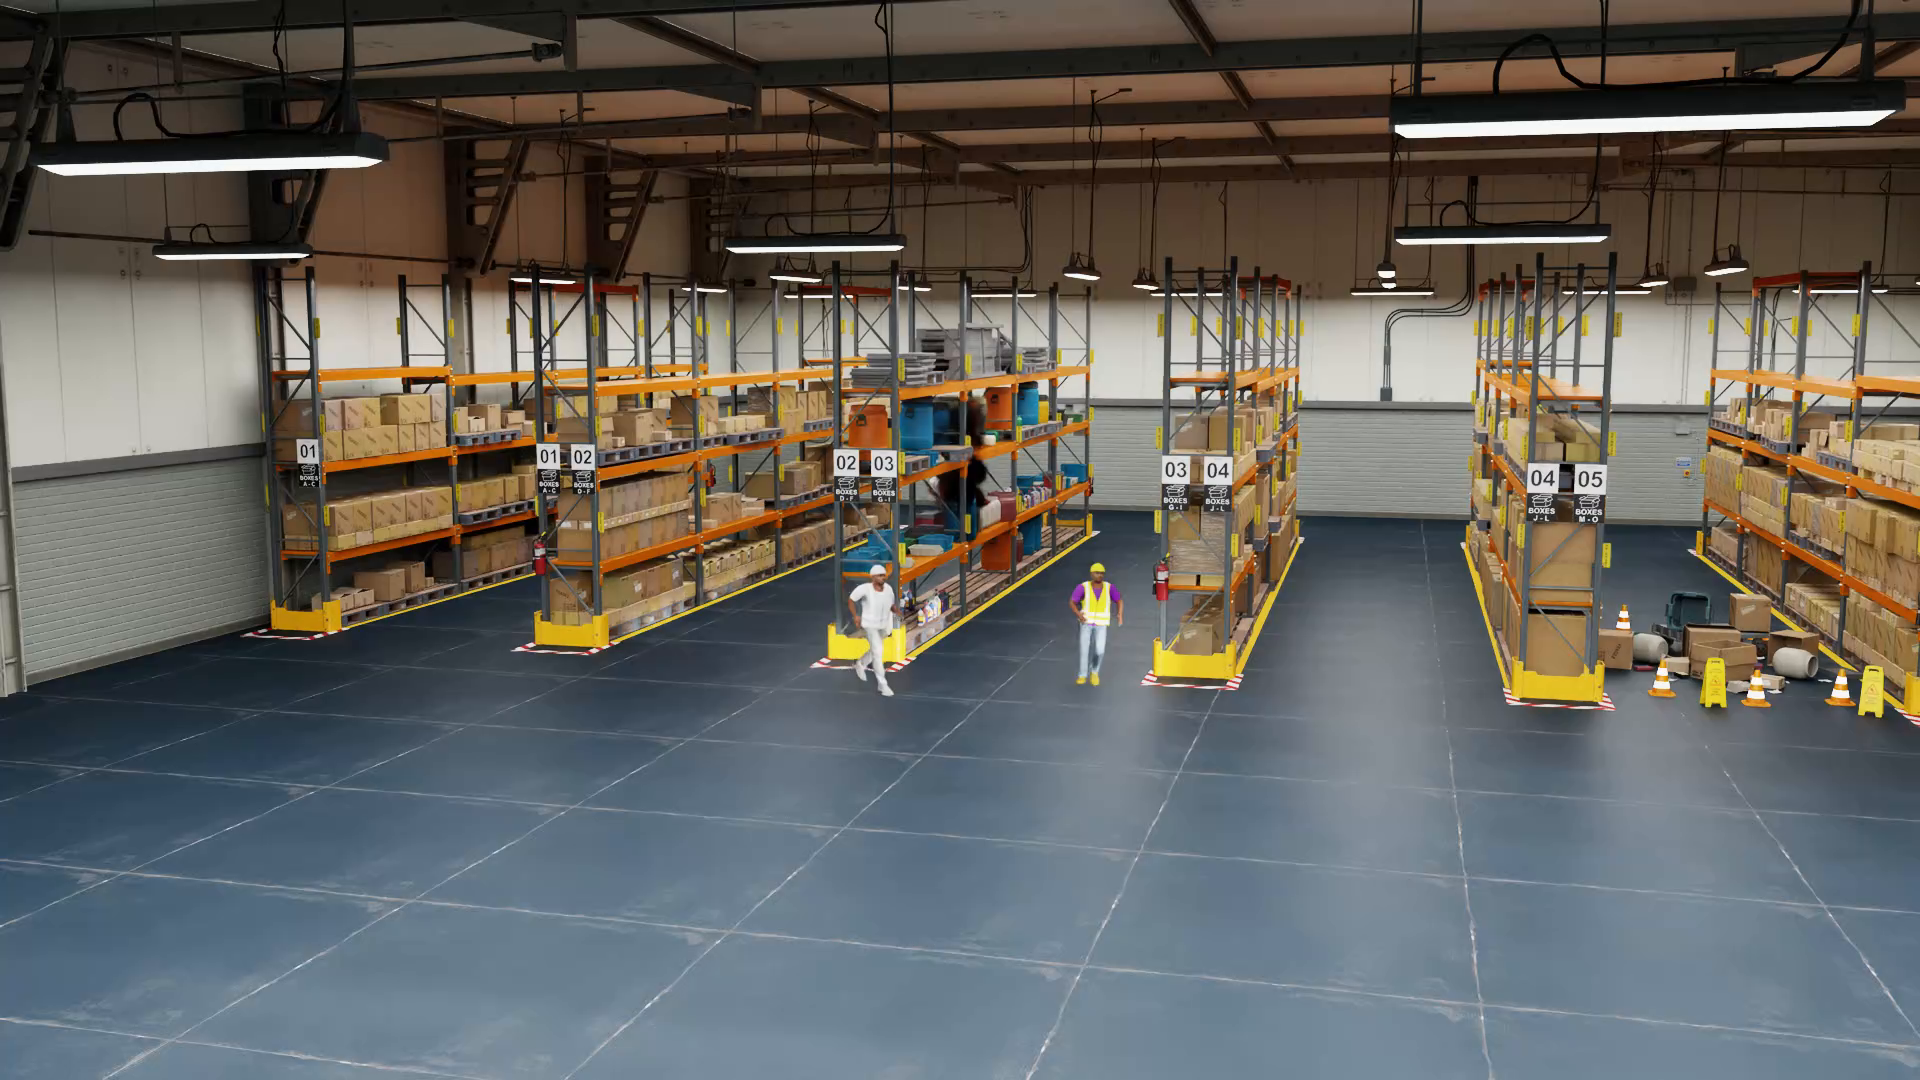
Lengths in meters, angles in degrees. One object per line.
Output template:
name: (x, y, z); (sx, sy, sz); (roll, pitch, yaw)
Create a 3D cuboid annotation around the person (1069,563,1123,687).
person: (1.907, 1.195, 23.371); (0.767, 1.734, 0.559); (0, 7, 3)

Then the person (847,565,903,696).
person: (-1.190, 1.208, 23.084); (0.659, 1.768, 0.962); (-6, 10, -41)

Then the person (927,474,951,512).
person: (-0.509, -0.991, 41.007); (0.629, 1.711, 0.816); (-1, 7, -9)
